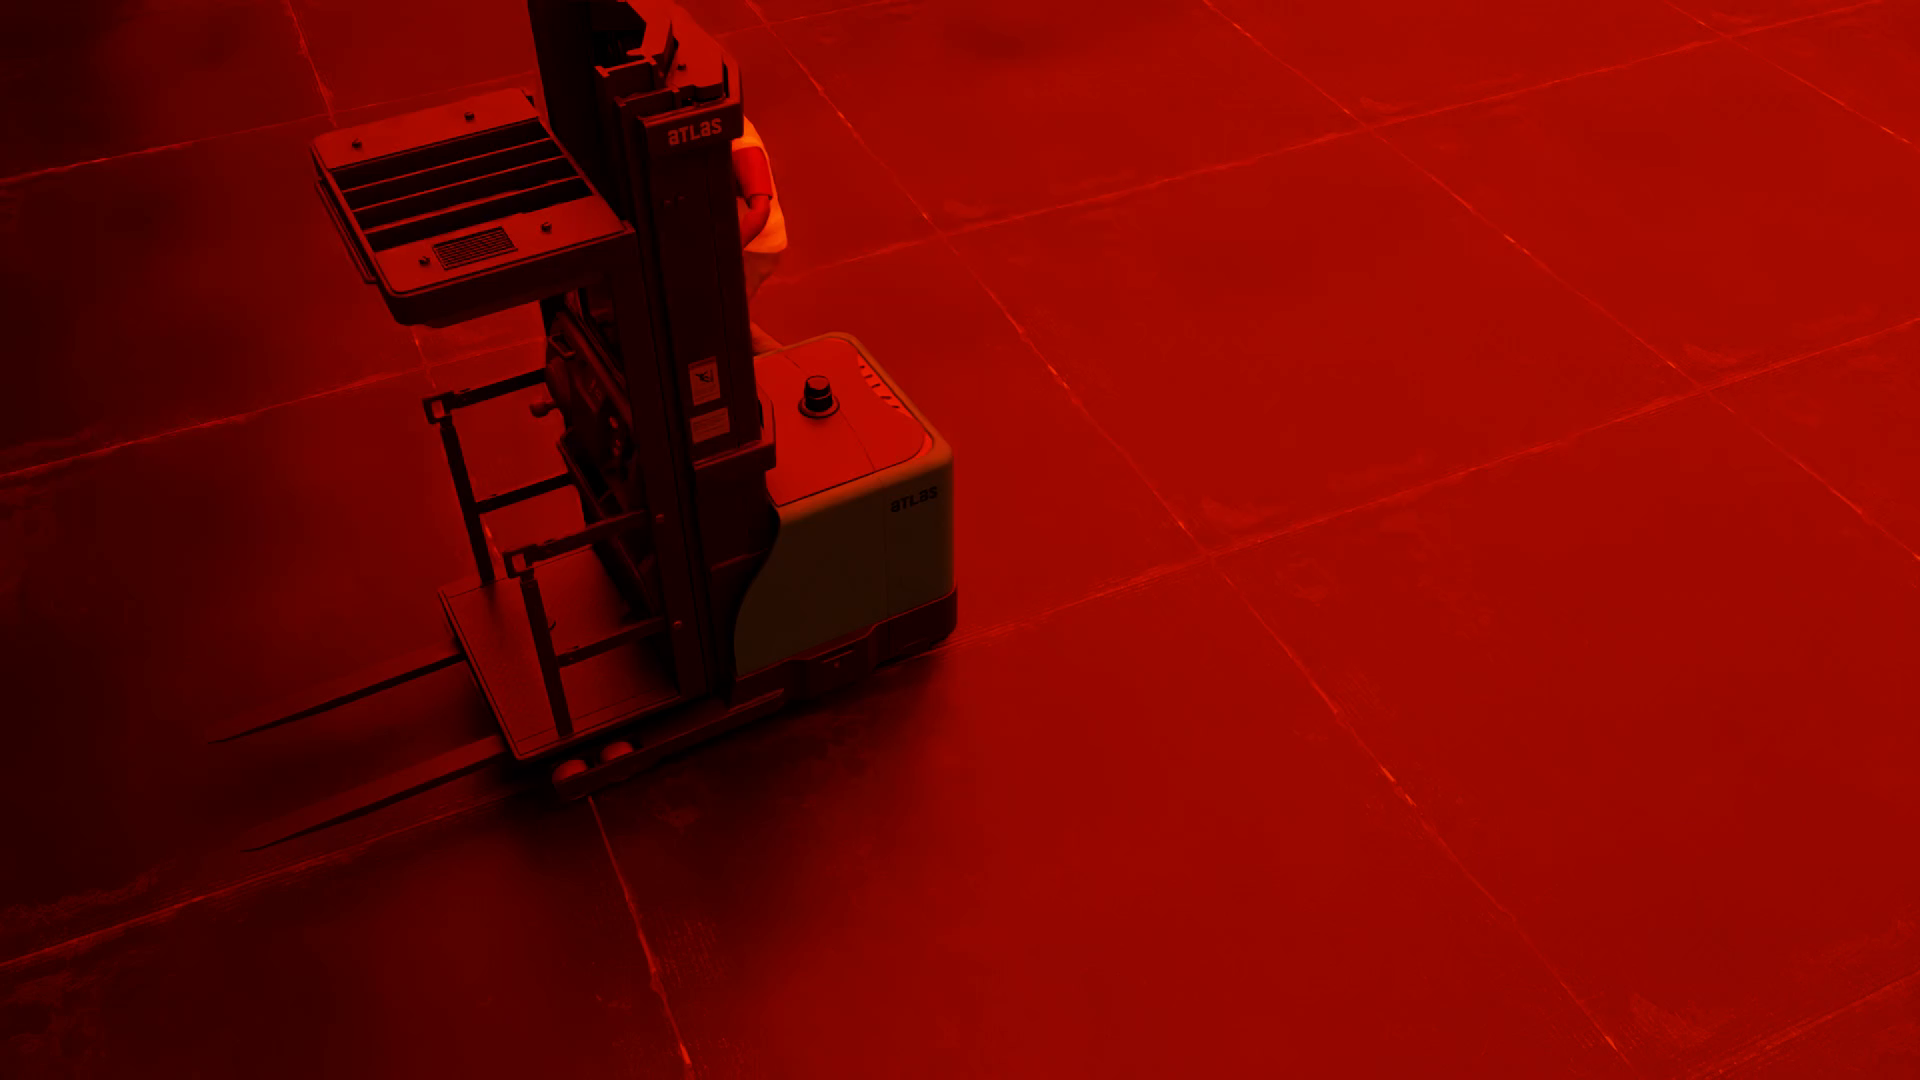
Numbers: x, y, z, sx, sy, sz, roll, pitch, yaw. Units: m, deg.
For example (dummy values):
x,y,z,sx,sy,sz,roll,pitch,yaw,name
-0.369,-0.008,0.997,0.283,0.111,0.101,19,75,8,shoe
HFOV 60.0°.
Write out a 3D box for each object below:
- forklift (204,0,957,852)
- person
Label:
x,y,z,sx,sy,sz,roll,pitch,yaw,name
-1.551,-0.440,6.152,3.031,2.935,1.130,-21,47,-21,forklift
-1.120,-1.579,8.397,0.533,1.665,1.227,-7,43,-7,person
